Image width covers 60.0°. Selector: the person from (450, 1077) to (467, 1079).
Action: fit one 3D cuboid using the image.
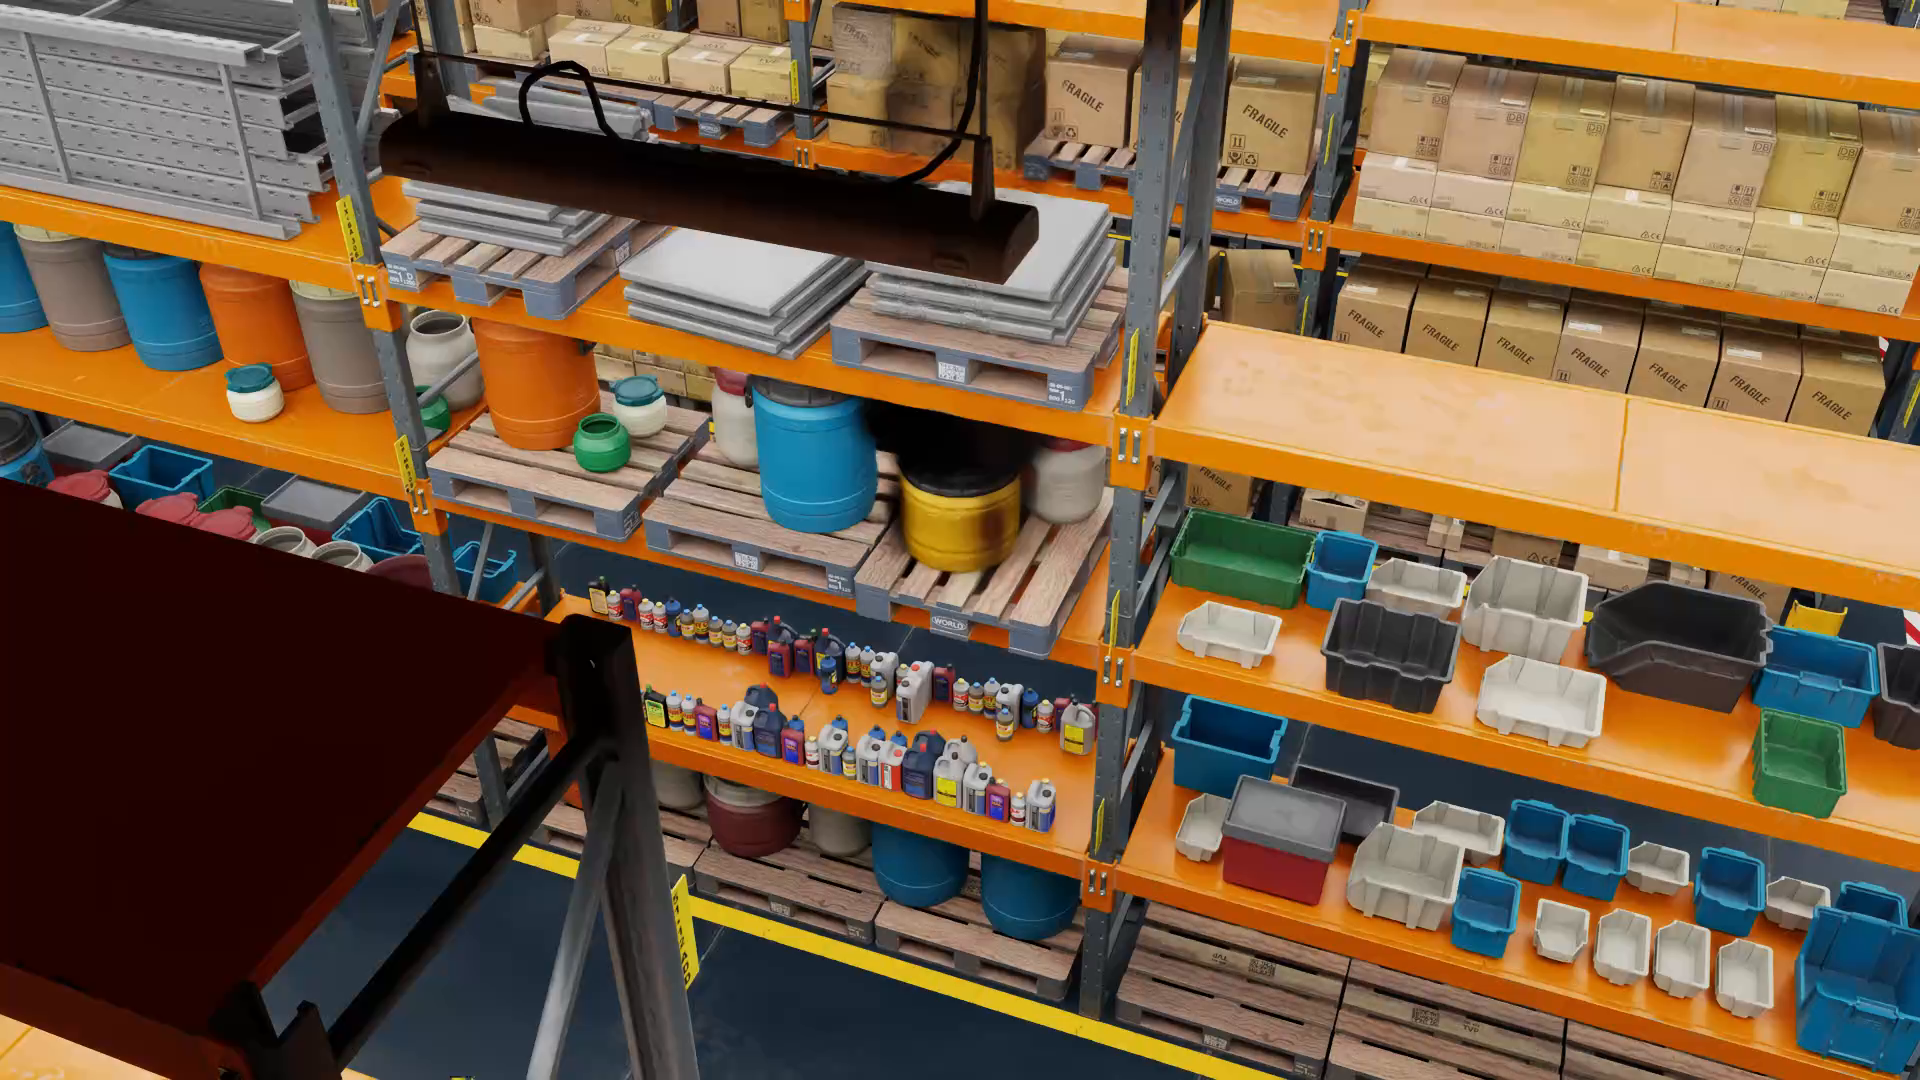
[{"bbox_3d":[-2.124,3.128,7.726,0.661,1.730,0.714,16,39,20],"label":"person"}]
